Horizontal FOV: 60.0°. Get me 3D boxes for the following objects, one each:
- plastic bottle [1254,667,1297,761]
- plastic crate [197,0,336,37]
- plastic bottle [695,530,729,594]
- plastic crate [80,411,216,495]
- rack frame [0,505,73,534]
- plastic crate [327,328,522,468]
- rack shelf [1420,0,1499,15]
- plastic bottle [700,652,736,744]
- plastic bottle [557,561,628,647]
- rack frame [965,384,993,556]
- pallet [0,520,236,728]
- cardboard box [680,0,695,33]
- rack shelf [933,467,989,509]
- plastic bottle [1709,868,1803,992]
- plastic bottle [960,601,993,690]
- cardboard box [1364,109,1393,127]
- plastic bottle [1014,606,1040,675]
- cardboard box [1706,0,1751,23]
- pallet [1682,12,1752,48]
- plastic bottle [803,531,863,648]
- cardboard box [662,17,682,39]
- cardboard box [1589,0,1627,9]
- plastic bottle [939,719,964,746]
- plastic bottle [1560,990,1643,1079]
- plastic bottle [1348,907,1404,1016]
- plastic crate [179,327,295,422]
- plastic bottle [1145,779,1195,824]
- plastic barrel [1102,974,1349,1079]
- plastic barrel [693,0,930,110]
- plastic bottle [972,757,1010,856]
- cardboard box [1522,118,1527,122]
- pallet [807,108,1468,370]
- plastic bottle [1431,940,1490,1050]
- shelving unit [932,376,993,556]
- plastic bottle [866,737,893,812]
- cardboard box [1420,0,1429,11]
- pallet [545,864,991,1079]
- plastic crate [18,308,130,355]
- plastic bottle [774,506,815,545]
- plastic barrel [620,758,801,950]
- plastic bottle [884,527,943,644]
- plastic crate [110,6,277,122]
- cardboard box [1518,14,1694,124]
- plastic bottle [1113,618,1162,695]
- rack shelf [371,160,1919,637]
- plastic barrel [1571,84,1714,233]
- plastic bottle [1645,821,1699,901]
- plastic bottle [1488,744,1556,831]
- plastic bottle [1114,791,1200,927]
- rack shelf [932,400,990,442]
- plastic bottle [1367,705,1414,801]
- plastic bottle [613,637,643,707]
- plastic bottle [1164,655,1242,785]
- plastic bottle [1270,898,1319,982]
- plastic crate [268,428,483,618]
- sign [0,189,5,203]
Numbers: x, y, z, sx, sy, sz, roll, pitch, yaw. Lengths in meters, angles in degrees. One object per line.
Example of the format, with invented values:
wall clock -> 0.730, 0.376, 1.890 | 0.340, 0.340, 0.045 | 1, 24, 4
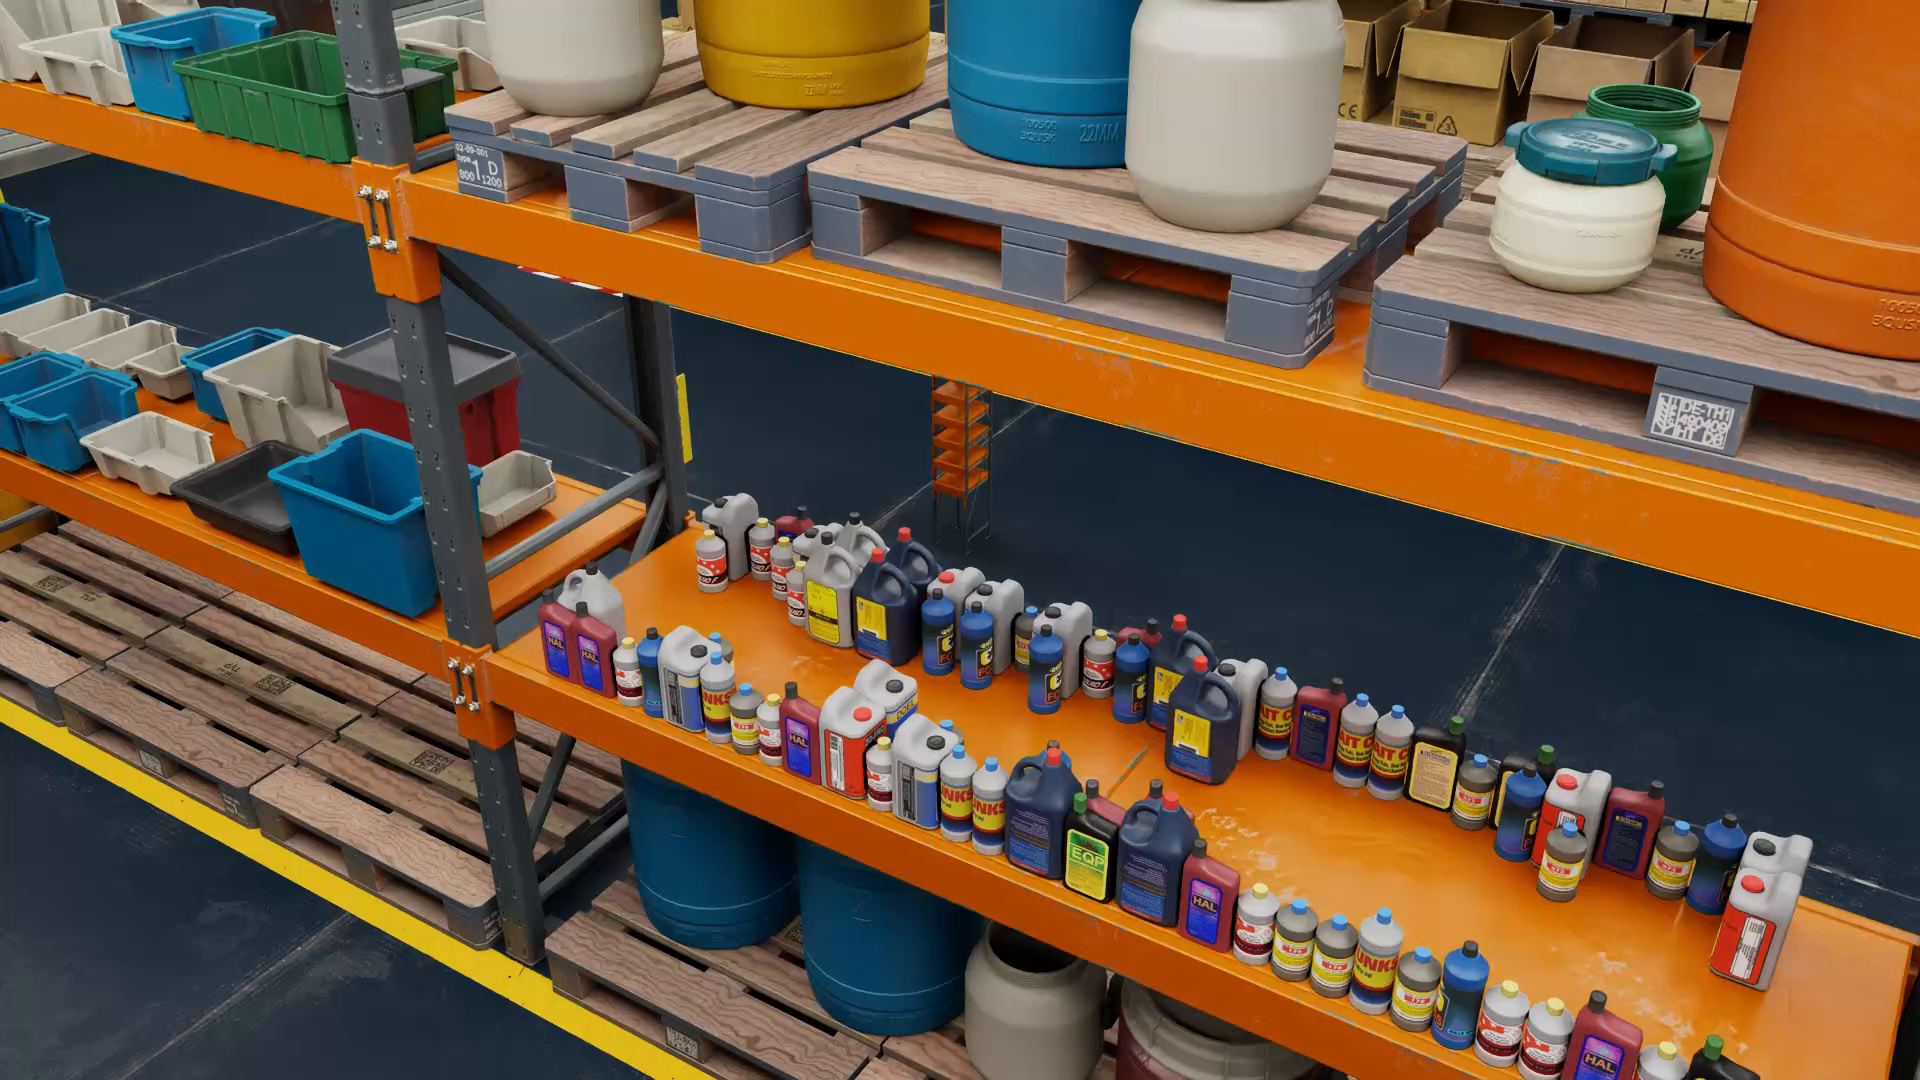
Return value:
plastic bottle -> 0.874, 0.472, 4.592 | 0.097, 0.271, 0.097 | 0, 30, 0
plastic crate -> -2.163, -1.738, 5.406 | 0.590, 0.269, 0.497 | 18, 35, 27
plastic bottle -> -0.802, 0.062, 5.363 | 0.097, 0.201, 0.097 | 0, 30, 0
plastic crate -> -2.892, -0.299, 5.989 | 0.466, 0.136, 0.293 | 18, 35, 27
rack frame -> -4.645, -1.121, 7.194 | 0.127, 3.000, 1.000 | 18, 35, 27
plastic crate -> -1.880, -0.449, 5.920 | 0.583, 0.464, 0.402 | 18, 35, 27
rack shelf -> 2.405, -4.478, 13.663 | 4.000, 0.370, 1.077 | 18, 35, 27
plastic bottle -> -0.674, 0.434, 4.657 | 0.097, 0.271, 0.097 | 0, 30, 0
plastic bottle -> -1.097, 0.216, 4.953 | 0.185, 0.351, 0.144 | 18, 35, 27
rack frame -> 0.090, -0.490, 7.899 | 0.006, 1.200, 0.240 | 18, 35, 27
pallet -> -3.967, 0.321, 7.490 | 1.213, 0.211, 1.003 | 18, 35, 27
cardboard box -> -1.325, -3.244, 9.944 | 0.500, 0.500, 0.500 | 17, 34, 26
rack shelf -> 0.012, -0.269, 8.084 | 0.180, 0.103, 0.258 | 18, 35, 27
plastic bottle -> 1.855, 0.887, 3.876 | 0.135, 0.276, 0.152 | 18, 35, 27
plastic bottle -> 0.049, 0.301, 4.885 | 0.097, 0.271, 0.097 | 0, 30, 0
cardboard box -> 2.059, -1.842, 8.332 | 0.500, 0.500, 0.500 | 18, 35, 27
plastic bottle -> 0.212, 0.293, 4.969 | 0.097, 0.201, 0.097 | 0, 30, 0
cardboard box -> 5.296, -3.676, 11.408 | 0.250, 0.149, 0.380 | 17, 34, 26
pallet -> 5.788, -3.611, 11.654 | 1.213, 0.211, 1.003 | 18, 35, 27
plastic bottle -> -0.381, 0.140, 5.082 | 0.185, 0.351, 0.144 | 18, 35, 27
cardboard box -> -1.749, -3.055, 10.363 | 0.500, 0.250, 0.500 | 17, 34, 26
cardboard box -> 4.635, -3.884, 11.763 | 0.250, 0.149, 0.380 | 18, 35, 28
plastic bottle -> -0.036, 0.575, 4.484 | 0.097, 0.201, 0.097 | 0, 30, 0
plastic bottle -> 1.366, 1.085, 3.530 | 0.133, 0.283, 0.061 | 18, 35, 27
plastic bottle -> 0.948, 0.947, 3.778 | 0.097, 0.271, 0.097 | 0, 30, 0
plastic crate -> -2.769, -0.634, 6.466 | 0.300, 0.233, 0.416 | 18, 35, 27
plastic bottle -> 0.513, 0.729, 4.139 | 0.133, 0.283, 0.061 | 18, 35, 27
plastic barrel -> 0.751, 1.456, 4.753 | 0.708, 0.588, 0.600 | 18, 35, 27
plastic barrel -> -0.376, -1.450, 4.178 | 0.600, 0.588, 0.600 | 0, 30, 0
plastic bottle -> 0.079, 0.672, 4.249 | 0.097, 0.271, 0.097 | 0, 30, 0
cardboard box -> 2.779, -1.925, 8.474 | 0.500, 0.500, 0.500 | 17, 34, 27
pallet -> 0.421, -0.792, 3.842 | 1.213, 0.211, 1.003 | 18, 35, 27
plastic bottle -> 1.113, 0.999, 3.689 | 0.097, 0.271, 0.097 | 0, 30, 0
shelving unit -> 0.012, -0.514, 7.941 | 0.189, 1.200, 0.258 | 18, 35, 27
plastic bottle -> -0.200, 0.614, 4.418 | 0.097, 0.201, 0.097 | 0, 30, 0
cardboard box -> 3.456, -4.144, 12.625 | 0.250, 0.149, 0.380 | 17, 34, 26
pallet -> -0.626, 1.380, 5.675 | 1.213, 0.211, 1.003 | 18, 35, 27
plastic crate -> -3.620, -0.808, 6.860 | 0.243, 0.136, 0.396 | 18, 35, 27
plastic bottle -> -0.531, 0.011, 5.370 | 0.133, 0.283, 0.061 | 18, 35, 27
plastic barrel -> -0.805, 0.829, 5.518 | 0.708, 0.901, 0.600 | 18, 35, 27
plastic bottle -> -0.148, 0.128, 5.102 | 0.185, 0.351, 0.144 | 18, 35, 27
plastic crate -> -2.198, -1.380, 4.828 | 0.300, 0.233, 0.416 | 18, 35, 27
cardboard box -> 3.031, -2.123, 7.818 | 0.637, 0.503, 0.797 | 19, 35, 29
plastic bottle -> 0.516, 0.343, 4.802 | 0.133, 0.283, 0.061 | 18, 35, 27
rack shelf -> 0.437, -0.498, 3.865 | 4.000, 0.370, 1.077 | 18, 35, 27
plastic barrel -> 1.356, -0.770, 3.353 | 0.294, 0.245, 0.294 | 0, 30, 0
plastic bottle -> 1.770, 0.786, 4.124 | 0.097, 0.201, 0.097 | 0, 30, 0
plastic bottle -> 1.455, 0.640, 4.293 | 0.133, 0.283, 0.061 | 18, 35, 27
plastic bottle -> 0.481, 0.751, 4.035 | 0.185, 0.351, 0.144 | 18, 35, 27
rack shelf -> 0.012, -0.580, 7.903 | 0.180, 0.103, 0.258 | 18, 35, 27
plastic bottle -> 1.152, 0.560, 4.441 | 0.097, 0.271, 0.097 | 0, 30, 0
plastic bottle -> -0.953, 0.376, 4.826 | 0.097, 0.201, 0.097 | 0, 30, 0
plastic bottle -> 0.661, 0.475, 4.508 | 0.185, 0.351, 0.144 | 18, 35, 27
plastic bottle -> 0.783, 0.925, 3.885 | 0.097, 0.201, 0.097 | 0, 30, 0
plastic crate -> -1.834, -0.048, 5.311 | 0.575, 0.384, 0.392 | 18, 35, 27
sign -> -4.366, -1.430, 7.563 | 0.005, 0.325, 0.100 | 18, 35, 27
